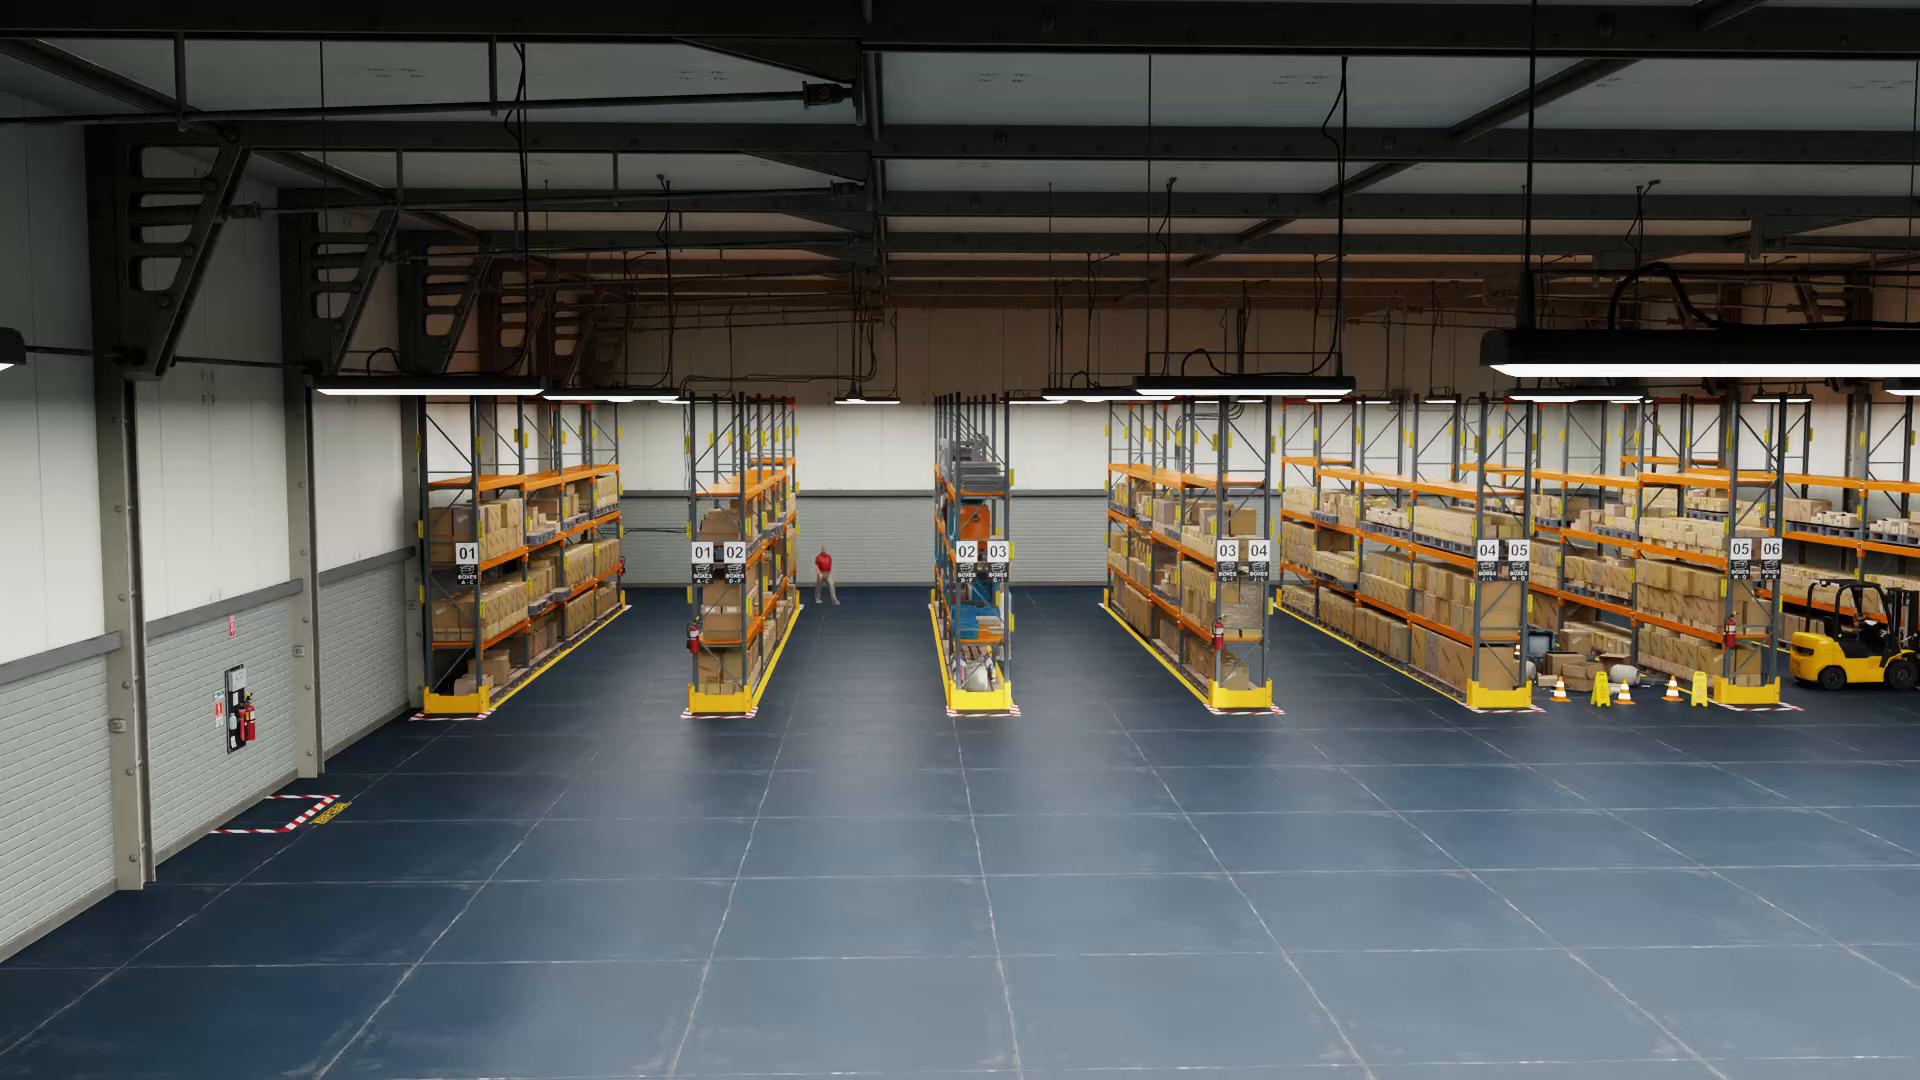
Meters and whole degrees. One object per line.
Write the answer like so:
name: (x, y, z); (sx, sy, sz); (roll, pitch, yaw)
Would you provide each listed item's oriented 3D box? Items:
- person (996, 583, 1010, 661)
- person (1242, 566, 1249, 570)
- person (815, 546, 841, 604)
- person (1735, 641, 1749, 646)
person: (0.942, 1.820, 37.365); (0.422, 1.793, 0.594); (1, 5, 9)
person: (8.152, 1.029, 47.889); (0.630, 1.737, 1.012); (0, 5, 3)
person: (-3.891, 1.010, 47.999); (0.590, 1.669, 1.026); (-3, 5, -31)
person: (17.073, 1.922, 36.474); (0.686, 1.759, 0.551); (4, 6, 43)
